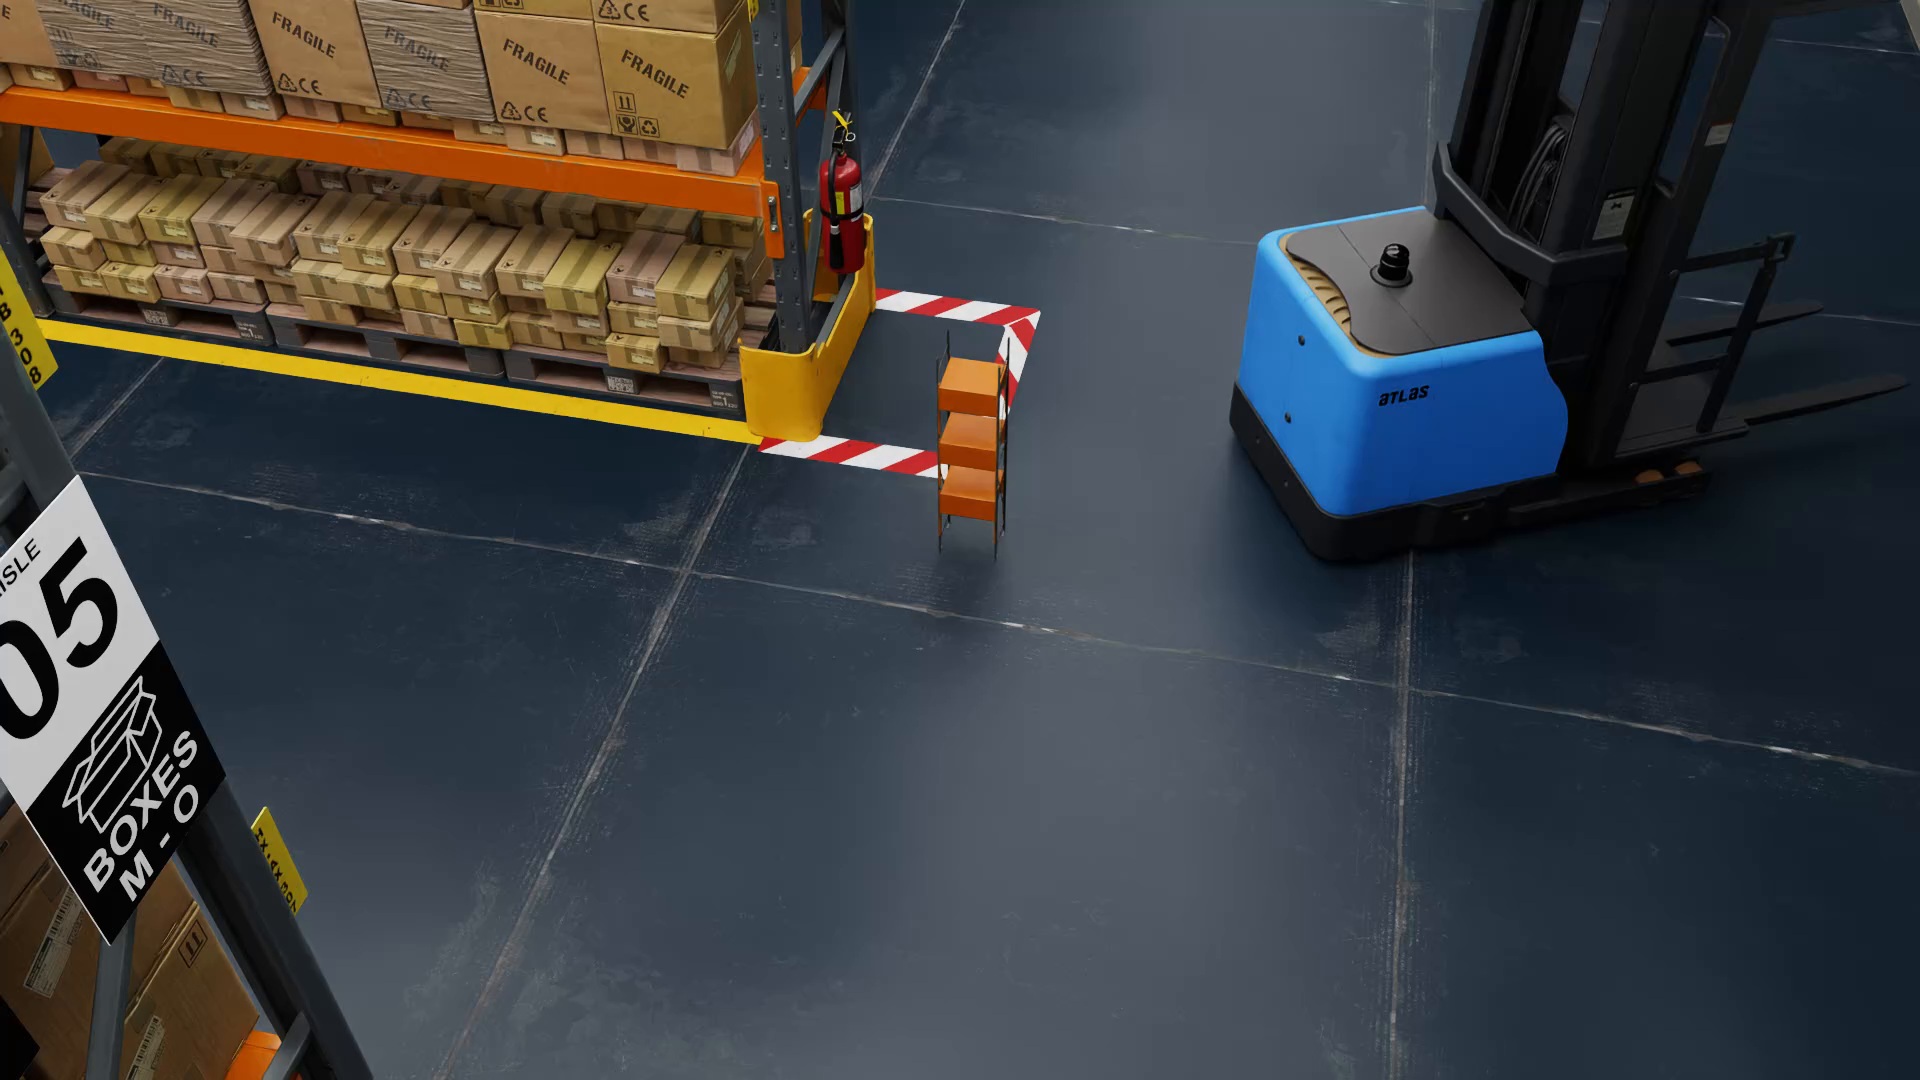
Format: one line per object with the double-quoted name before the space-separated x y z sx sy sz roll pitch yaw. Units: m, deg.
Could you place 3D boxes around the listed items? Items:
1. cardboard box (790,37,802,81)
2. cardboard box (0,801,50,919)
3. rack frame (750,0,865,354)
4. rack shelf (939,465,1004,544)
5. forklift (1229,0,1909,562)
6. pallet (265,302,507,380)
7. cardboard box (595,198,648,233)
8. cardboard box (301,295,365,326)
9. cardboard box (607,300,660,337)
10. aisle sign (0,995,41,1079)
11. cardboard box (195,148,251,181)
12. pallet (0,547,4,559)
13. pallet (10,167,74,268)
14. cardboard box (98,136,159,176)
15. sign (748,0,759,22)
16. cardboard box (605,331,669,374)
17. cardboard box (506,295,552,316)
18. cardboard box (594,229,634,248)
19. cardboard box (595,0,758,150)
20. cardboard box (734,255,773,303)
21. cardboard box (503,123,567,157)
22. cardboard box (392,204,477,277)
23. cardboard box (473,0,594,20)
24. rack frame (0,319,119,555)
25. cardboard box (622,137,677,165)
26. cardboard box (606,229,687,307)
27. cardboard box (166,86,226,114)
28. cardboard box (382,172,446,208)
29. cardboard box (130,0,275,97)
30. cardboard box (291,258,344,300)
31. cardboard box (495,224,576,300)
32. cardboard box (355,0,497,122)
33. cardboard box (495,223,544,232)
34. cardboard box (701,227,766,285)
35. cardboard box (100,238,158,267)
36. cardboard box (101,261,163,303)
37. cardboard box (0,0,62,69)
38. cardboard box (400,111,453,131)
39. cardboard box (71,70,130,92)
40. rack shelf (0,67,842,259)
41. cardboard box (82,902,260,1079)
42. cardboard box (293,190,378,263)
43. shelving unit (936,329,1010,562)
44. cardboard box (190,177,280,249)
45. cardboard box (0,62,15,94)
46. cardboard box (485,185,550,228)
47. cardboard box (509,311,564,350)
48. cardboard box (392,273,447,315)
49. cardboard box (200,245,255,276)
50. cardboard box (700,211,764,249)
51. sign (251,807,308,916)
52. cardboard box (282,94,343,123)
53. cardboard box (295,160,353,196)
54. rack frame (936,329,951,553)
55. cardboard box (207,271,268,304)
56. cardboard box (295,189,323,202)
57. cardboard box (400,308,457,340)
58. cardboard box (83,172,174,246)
"cardboard box" -0.879 -2.113 7.423 0.250 0.149 0.380 8 45 9
"cardboard box" -1.903 0.562 3.202 0.250 0.149 0.380 10 45 10
"rack frame" -0.634 -1.932 7.055 0.127 3.000 1.000 9 45 9
"rack shelf" 0.052 -0.162 7.038 0.240 0.259 0.215 9 45 9
"forklift" 2.817 -1.545 6.702 3.031 2.935 1.130 -11 45 -12
"pallet" -2.681 -1.272 8.380 1.213 0.211 1.003 9 45 9
"cardboard box" -1.585 -1.665 8.101 0.250 0.149 0.380 9 45 9
"cardboard box" -2.978 -1.221 8.068 0.250 0.149 0.380 8 44 8
"cardboard box" -1.455 -1.126 7.756 0.250 0.149 0.380 8 44 8
"aisle sign" -1.614 0.717 2.427 0.004 0.787 0.394 9 45 9
"cardboard box" -3.631 -1.954 8.401 0.250 0.149 0.380 8 45 9
"pallet" -2.343 0.279 2.658 1.213 0.211 1.003 9 45 9
"pallet" -5.298 -1.650 8.772 1.213 0.211 1.003 9 45 9
"cardboard box" -4.134 -1.999 8.448 0.250 0.149 0.380 10 45 10
"sign" -0.775 -2.091 6.156 0.005 0.325 0.100 9 45 9
"cardboard box" -1.467 -0.965 7.803 0.250 0.149 0.380 10 45 10
"cardboard box" -1.959 -1.238 7.872 0.250 0.149 0.380 8 45 9
"cardboard box" -1.603 -1.473 8.116 0.250 0.149 0.380 9 45 10
"cardboard box" -1.129 -1.969 6.806 0.500 0.500 0.500 10 45 10
"cardboard box" -1.076 -1.352 8.205 0.250 0.149 0.380 10 45 10
"cardboard box" -1.751 -1.814 7.112 0.250 0.149 0.380 10 45 10
"cardboard box" -2.466 -1.410 7.835 0.250 0.149 0.380 7 44 8
"cardboard box" -1.630 -2.413 6.547 0.500 0.500 0.500 7 44 8
"rack frame" -1.617 -0.728 1.478 0.127 3.000 1.000 9 45 9
"cardboard box" -1.249 -1.763 7.060 0.250 0.149 0.380 9 45 9
"cardboard box" -1.439 -1.256 7.676 0.250 0.149 0.380 10 45 10
"cardboard box" -3.297 -2.062 7.370 0.250 0.149 0.380 10 45 10
"cardboard box" -2.626 -1.739 8.178 0.250 0.149 0.380 9 45 9
"cardboard box" -3.142 -2.265 7.114 0.500 0.500 0.500 8 44 8
"cardboard box" -2.983 -1.326 7.963 0.250 0.149 0.380 9 45 9
"cardboard box" -1.958 -1.292 7.713 0.250 0.149 0.380 7 44 7
"cardboard box" -2.128 -2.121 6.964 0.500 0.500 0.500 9 45 9
"cardboard box" -2.109 -1.562 8.208 0.250 0.149 0.380 7 44 7
"cardboard box" -1.090 -1.417 8.057 0.250 0.149 0.380 11 45 11
"cardboard box" -3.988 -1.520 8.165 0.250 0.149 0.380 9 45 9
"cardboard box" -3.993 -1.349 8.202 0.250 0.149 0.380 10 45 10
"cardboard box" -4.110 -2.436 7.291 0.500 0.500 0.500 8 44 8
"cardboard box" -2.252 -1.955 7.259 0.250 0.149 0.380 7 44 7
"cardboard box" -3.793 -2.189 7.503 0.250 0.149 0.380 7 44 7
"rack shelf" -2.586 -1.976 7.619 4.000 0.370 1.077 9 45 9
"cardboard box" -2.022 1.130 3.801 0.500 0.500 0.500 9 45 9
"cardboard box" -2.960 -1.494 7.923 0.250 0.149 0.380 7 44 7
"shelving unit" 0.052 -0.370 6.838 0.252 1.050 0.215 9 45 9
"cardboard box" -3.474 -1.573 8.005 0.250 0.149 0.380 8 44 8
"cardboard box" -4.333 -2.183 7.496 0.250 0.149 0.380 10 45 11
"cardboard box" -2.113 -1.695 8.132 0.250 0.149 0.380 10 45 11
"cardboard box" -1.950 -1.092 7.935 0.250 0.149 0.380 9 45 9
"cardboard box" -2.474 -1.249 7.883 0.250 0.149 0.380 11 45 11
"cardboard box" -3.479 -1.465 8.107 0.250 0.149 0.380 7 44 7
"cardboard box" -1.072 -1.580 8.013 0.250 0.149 0.380 7 44 7
"sign" -1.490 0.718 3.620 0.005 0.325 0.100 9 45 9
"cardboard box" -2.765 -2.007 7.314 0.250 0.149 0.380 10 45 11
"cardboard box" -3.111 -1.883 8.328 0.250 0.149 0.380 7 44 7
"rack frame" -0.067 -0.389 6.857 0.008 1.050 0.200 9 45 9
"cardboard box" -3.481 -1.342 8.194 0.250 0.149 0.380 8 44 8
"cardboard box" -3.153 -1.746 8.399 0.250 0.149 0.380 10 45 10
"cardboard box" -2.475 -1.143 7.988 0.250 0.149 0.380 10 45 10
"cardboard box" -3.991 -1.602 8.036 0.250 0.149 0.380 11 45 11
